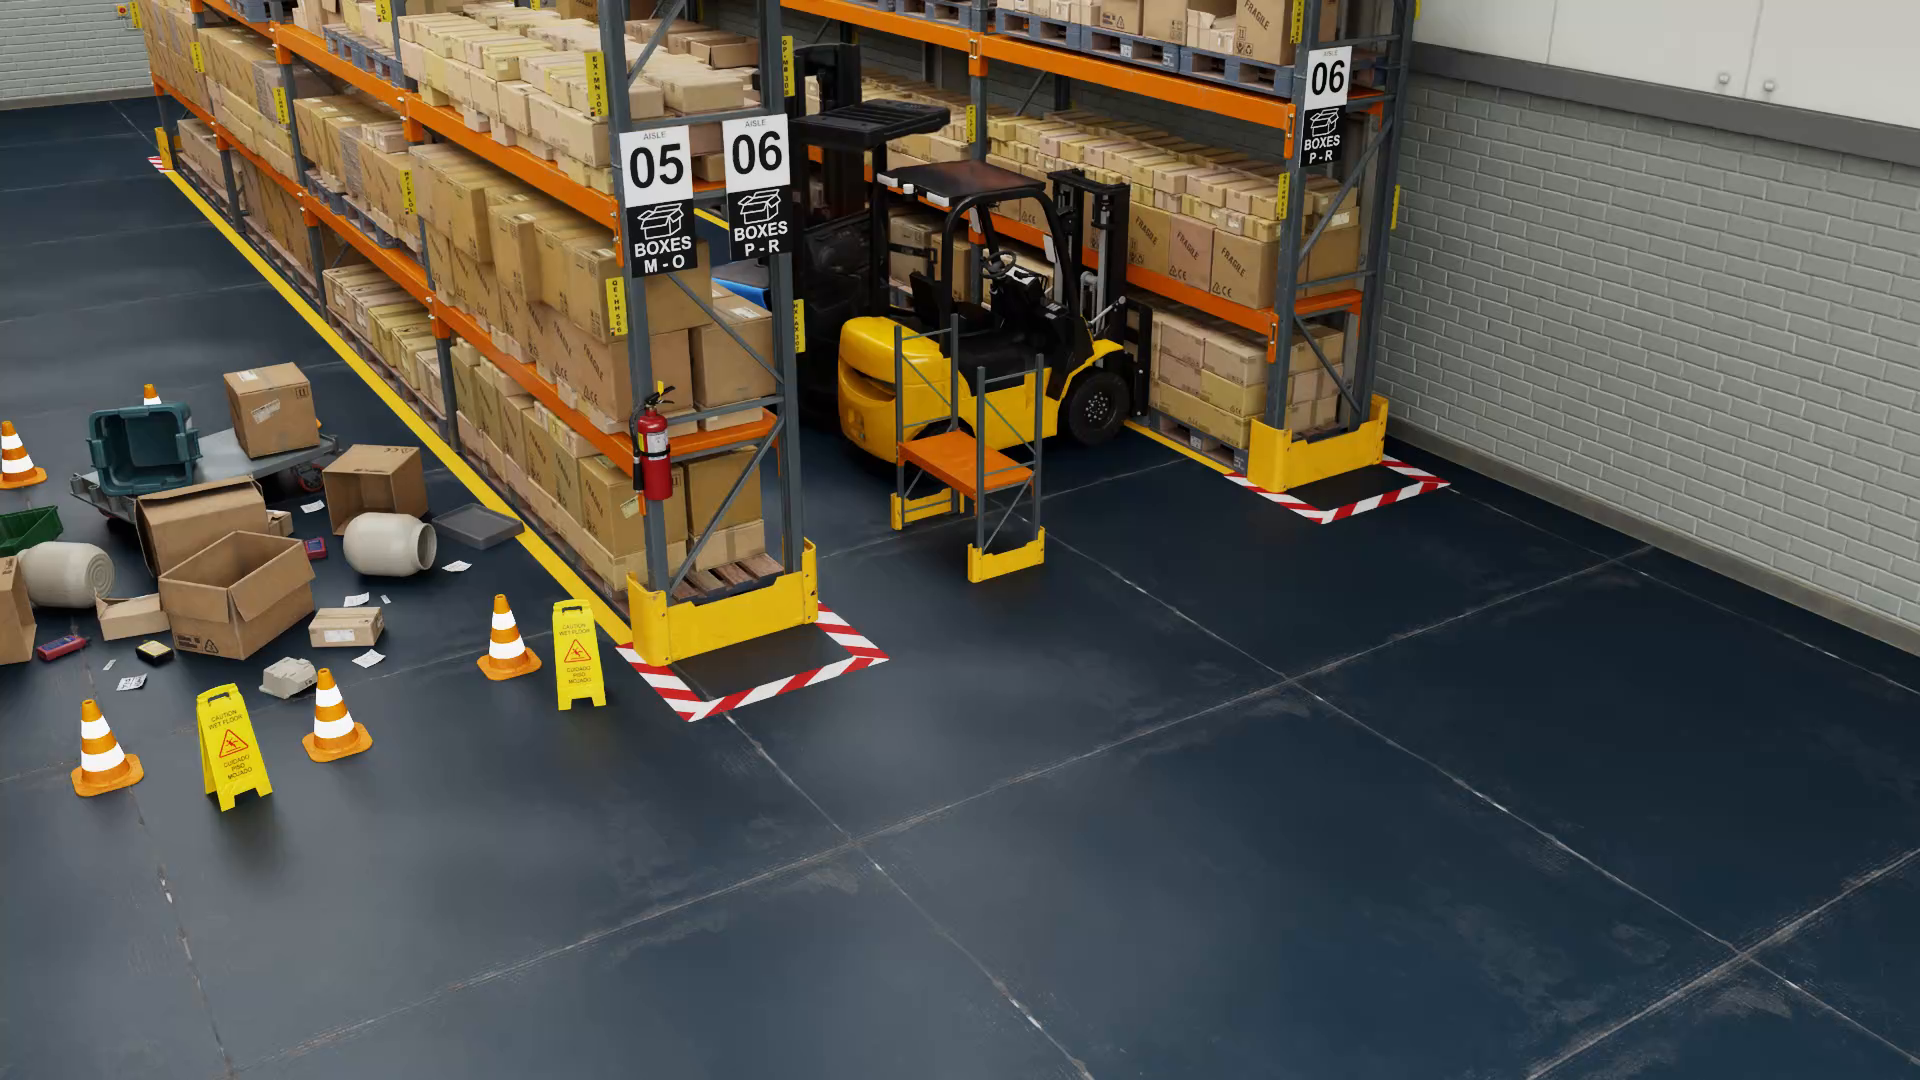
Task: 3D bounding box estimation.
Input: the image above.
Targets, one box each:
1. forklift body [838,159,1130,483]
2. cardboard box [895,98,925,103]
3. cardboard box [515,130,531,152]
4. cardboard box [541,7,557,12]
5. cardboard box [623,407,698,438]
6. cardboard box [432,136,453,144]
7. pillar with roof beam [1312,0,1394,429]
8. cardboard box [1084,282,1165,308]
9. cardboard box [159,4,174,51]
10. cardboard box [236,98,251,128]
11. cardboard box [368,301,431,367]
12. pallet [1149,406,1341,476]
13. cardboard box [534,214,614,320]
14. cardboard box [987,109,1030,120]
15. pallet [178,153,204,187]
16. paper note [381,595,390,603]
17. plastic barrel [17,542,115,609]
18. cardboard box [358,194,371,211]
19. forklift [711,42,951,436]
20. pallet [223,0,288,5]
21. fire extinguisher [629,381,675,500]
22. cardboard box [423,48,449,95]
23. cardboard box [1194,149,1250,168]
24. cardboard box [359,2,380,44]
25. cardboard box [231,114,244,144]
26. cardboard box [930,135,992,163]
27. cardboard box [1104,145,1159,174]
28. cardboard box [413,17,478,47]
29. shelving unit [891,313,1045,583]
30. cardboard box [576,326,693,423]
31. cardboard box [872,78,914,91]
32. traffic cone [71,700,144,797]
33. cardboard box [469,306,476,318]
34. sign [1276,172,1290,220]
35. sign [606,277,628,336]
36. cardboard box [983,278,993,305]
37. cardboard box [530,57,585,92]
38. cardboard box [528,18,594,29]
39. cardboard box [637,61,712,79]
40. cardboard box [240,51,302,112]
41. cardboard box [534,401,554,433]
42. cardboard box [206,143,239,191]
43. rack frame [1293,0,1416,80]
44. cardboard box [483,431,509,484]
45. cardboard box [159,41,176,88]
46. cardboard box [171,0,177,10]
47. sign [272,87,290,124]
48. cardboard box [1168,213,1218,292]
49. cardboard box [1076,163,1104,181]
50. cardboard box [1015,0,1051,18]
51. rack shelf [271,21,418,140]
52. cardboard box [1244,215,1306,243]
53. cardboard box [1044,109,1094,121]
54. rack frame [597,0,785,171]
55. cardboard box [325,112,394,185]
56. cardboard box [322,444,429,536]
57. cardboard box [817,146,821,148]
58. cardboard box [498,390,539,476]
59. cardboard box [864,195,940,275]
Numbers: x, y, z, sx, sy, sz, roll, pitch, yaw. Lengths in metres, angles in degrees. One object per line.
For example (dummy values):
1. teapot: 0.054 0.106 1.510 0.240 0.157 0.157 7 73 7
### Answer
1. forklift body: 0.170 -1.775 12.953 2.313 2.155 1.214 -16 29 -30
2. cardboard box: -0.545 -4.196 16.209 0.380 0.149 0.250 -15 29 -29
3. cardboard box: -2.528 -2.518 10.312 0.380 0.149 0.250 -16 30 -31
4. cardboard box: -5.979 -7.470 23.850 0.500 0.250 0.500 -15 29 -29
5. cardboard box: -1.807 -0.718 10.014 0.380 0.149 0.250 -14 29 -28
6. cardboard box: -4.155 -3.142 13.896 0.500 0.500 0.500 -16 29 -30
7. pillar with roof beam: -0.498 -4.075 9.802 9.100 9.000 0.400 -16 29 -30
8. cardboard box: 1.383 -1.939 13.864 0.500 0.250 0.500 -16 30 -31
9. cardboard box: -9.286 -6.186 20.014 0.500 0.500 0.500 -15 29 -29
10. cardboard box: -7.131 -4.428 17.168 0.500 0.250 0.500 -17 30 -31
11. cardboard box: -4.672 -1.872 14.750 0.950 0.372 0.625 -14 29 -28
12. pallet: 2.281 -0.909 13.390 1.003 0.211 1.213 -16 29 -30
13. cardboard box: -2.155 -1.694 10.151 0.700 0.500 0.500 -15 29 -29
14. cardboard box: 0.435 -3.959 15.708 0.380 0.149 0.250 -17 30 -31
15. pallet: -9.656 -4.942 21.933 1.003 0.211 1.213 -16 29 -30
16. paper note: -3.759 0.388 10.879 0.032 0.001 0.123 -16 29 -30
17. plastic barrel: -5.795 0.225 10.741 0.512 0.421 0.421 3 25 6
18. cardboard box: -4.927 -2.936 14.221 0.380 0.149 0.250 -15 29 -28
19. forklift: -0.744 -2.377 13.315 3.031 2.935 1.130 17 30 32
20. pallet: -6.799 -5.497 16.551 1.003 0.211 1.213 -14 29 -27
21. fire extinguisher: -1.747 -0.564 9.485 0.296 0.674 0.183 -16 29 -30
22. cardboard box: -3.307 -3.198 11.287 0.500 0.250 0.500 -16 30 -30
23. cardboard box: 2.110 -3.039 13.410 0.380 0.149 0.250 -16 30 -31
24. cardboard box: -4.319 -4.014 12.872 0.500 0.250 0.500 -15 29 -29
25. cardboard box: -7.405 -4.381 17.655 0.500 0.250 0.500 -16 30 -30
26. cardboard box: 0.068 -3.611 15.438 0.500 0.250 0.500 -16 30 -31
27. cardboard box: 1.396 -3.099 13.538 0.380 0.149 0.250 -15 29 -29
28. cardboard box: -3.542 -3.507 11.474 0.380 0.149 0.250 -15 29 -28
29. shelving unit: 0.042 -0.651 11.334 0.587 1.500 1.083 -16 29 -30
30. cardboard box: -1.950 -1.057 9.973 0.500 0.500 0.500 -16 30 -30
31. cardboard box: -0.690 -4.679 17.233 0.380 0.149 0.250 -16 29 -30
32. traffic cone: -4.616 1.068 8.907 0.336 0.463 0.334 -16 29 -30
33. cardboard box: -3.352 -1.711 12.118 0.380 0.149 0.250 -16 29 -30
34. sign: 2.271 -2.415 11.681 0.100 0.325 0.005 -16 29 -30
35. sign: -1.899 -1.292 9.209 0.100 0.325 0.005 -16 29 -30
36. cardboard box: 0.555 -2.264 15.138 0.500 0.250 0.500 -16 29 -30
37. cardboard box: -2.341 -2.783 9.941 0.380 0.149 0.250 -16 29 -30
38. cardboard box: -2.726 -3.468 11.392 0.380 0.149 0.250 -15 29 -28
39. cardboard box: -1.682 -2.716 9.798 0.380 0.149 0.250 -16 29 -30
40. cardboard box: -6.844 -4.591 16.636 0.500 0.500 0.500 -16 29 -30
41. cardboard box: -2.613 -0.853 11.097 0.380 0.149 0.250 -14 29 -27
42. cardboard box: -8.716 -4.641 20.539 0.875 0.438 0.875 -17 30 -31
43. rack frame: 2.734 -4.619 10.955 1.000 3.000 0.127 -16 29 -30
44. cardboard box: -3.210 -0.663 12.331 0.500 0.250 0.500 -14 29 -27
45. cardboard box: -9.574 -5.917 20.615 0.500 0.500 0.500 -16 29 -30
46. cardboard box: -9.054 -6.338 19.577 0.380 0.149 0.250 -16 30 -31
47. sign: -6.254 -4.002 15.320 0.100 0.325 0.005 -16 29 -30
48. cardboard box: 1.969 -2.254 12.855 0.500 0.500 0.500 -15 29 -28
49. cardboard box: 1.178 -3.035 13.751 0.380 0.149 0.250 -17 30 -31
50. cardboard box: 0.800 -4.533 13.783 0.500 0.311 0.500 -15 29 -29
51. rack shelf: -4.699 -3.925 13.842 1.077 0.370 4.000 -16 29 -30
52. cardboard box: 2.309 -2.303 12.200 0.380 0.149 0.250 -15 29 -29
53. cardboard box: 0.977 -3.766 14.950 0.380 0.149 0.250 -15 29 -29
54. rack frame: -1.423 -3.461 8.502 1.000 3.000 0.127 -16 29 -30
55. cardboard box: -5.153 -3.391 14.424 0.500 0.500 0.500 -15 29 -29
56. cardboard box: -4.162 -0.349 11.863 0.500 0.500 0.500 3 25 6
57. cardboard box: -1.326 -4.303 17.489 0.500 0.250 0.500 -16 30 -31
58. cardboard box: -2.927 -0.815 11.777 0.500 0.500 0.500 -14 29 -27
59. cardboard box: -0.574 -3.184 17.234 0.875 0.625 0.625 -17 30 -32
